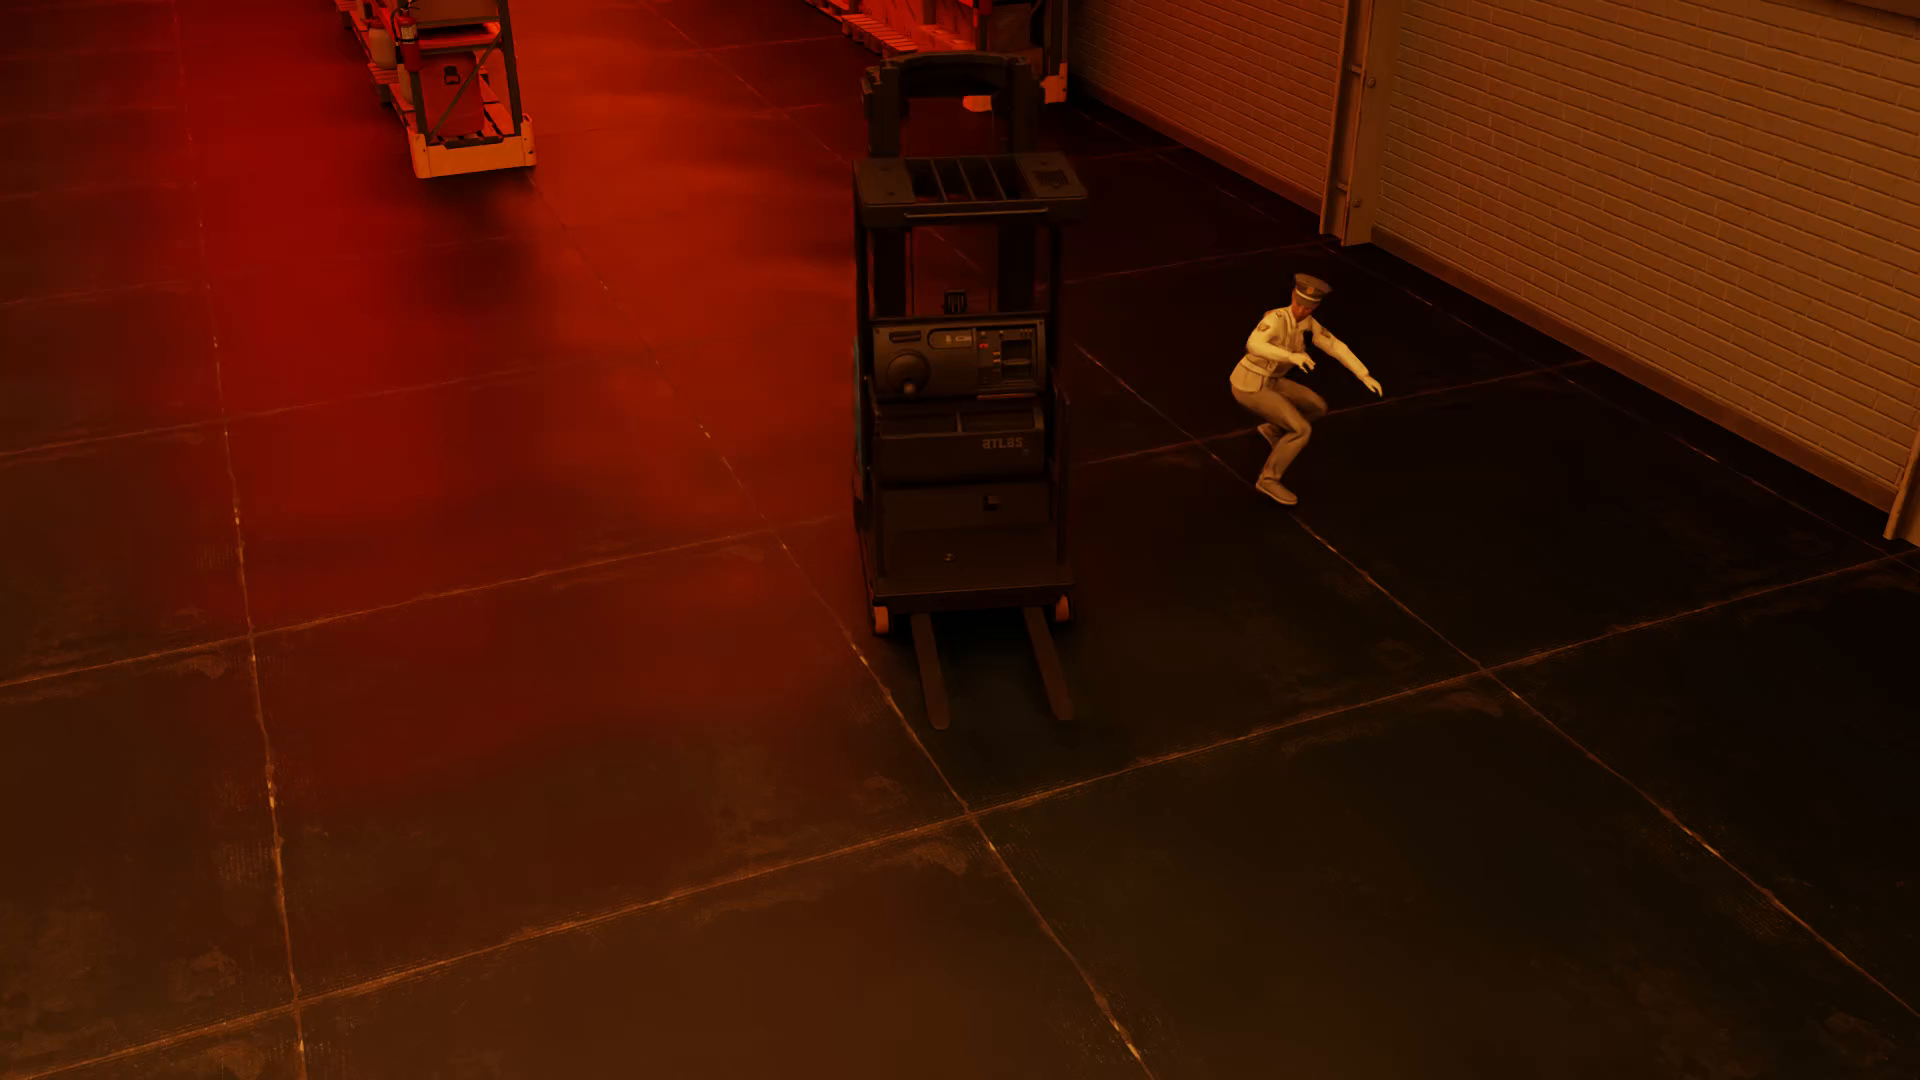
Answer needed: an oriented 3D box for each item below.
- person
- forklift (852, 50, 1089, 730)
[{"bbox_3d":[2.084,-0.931,10.208,0.869,1.388,0.740,17,34,27],"label":"person"},{"bbox_3d":[0.028,-0.931,8.748,1.130,2.935,3.031,-4,30,-6],"label":"forklift"}]
